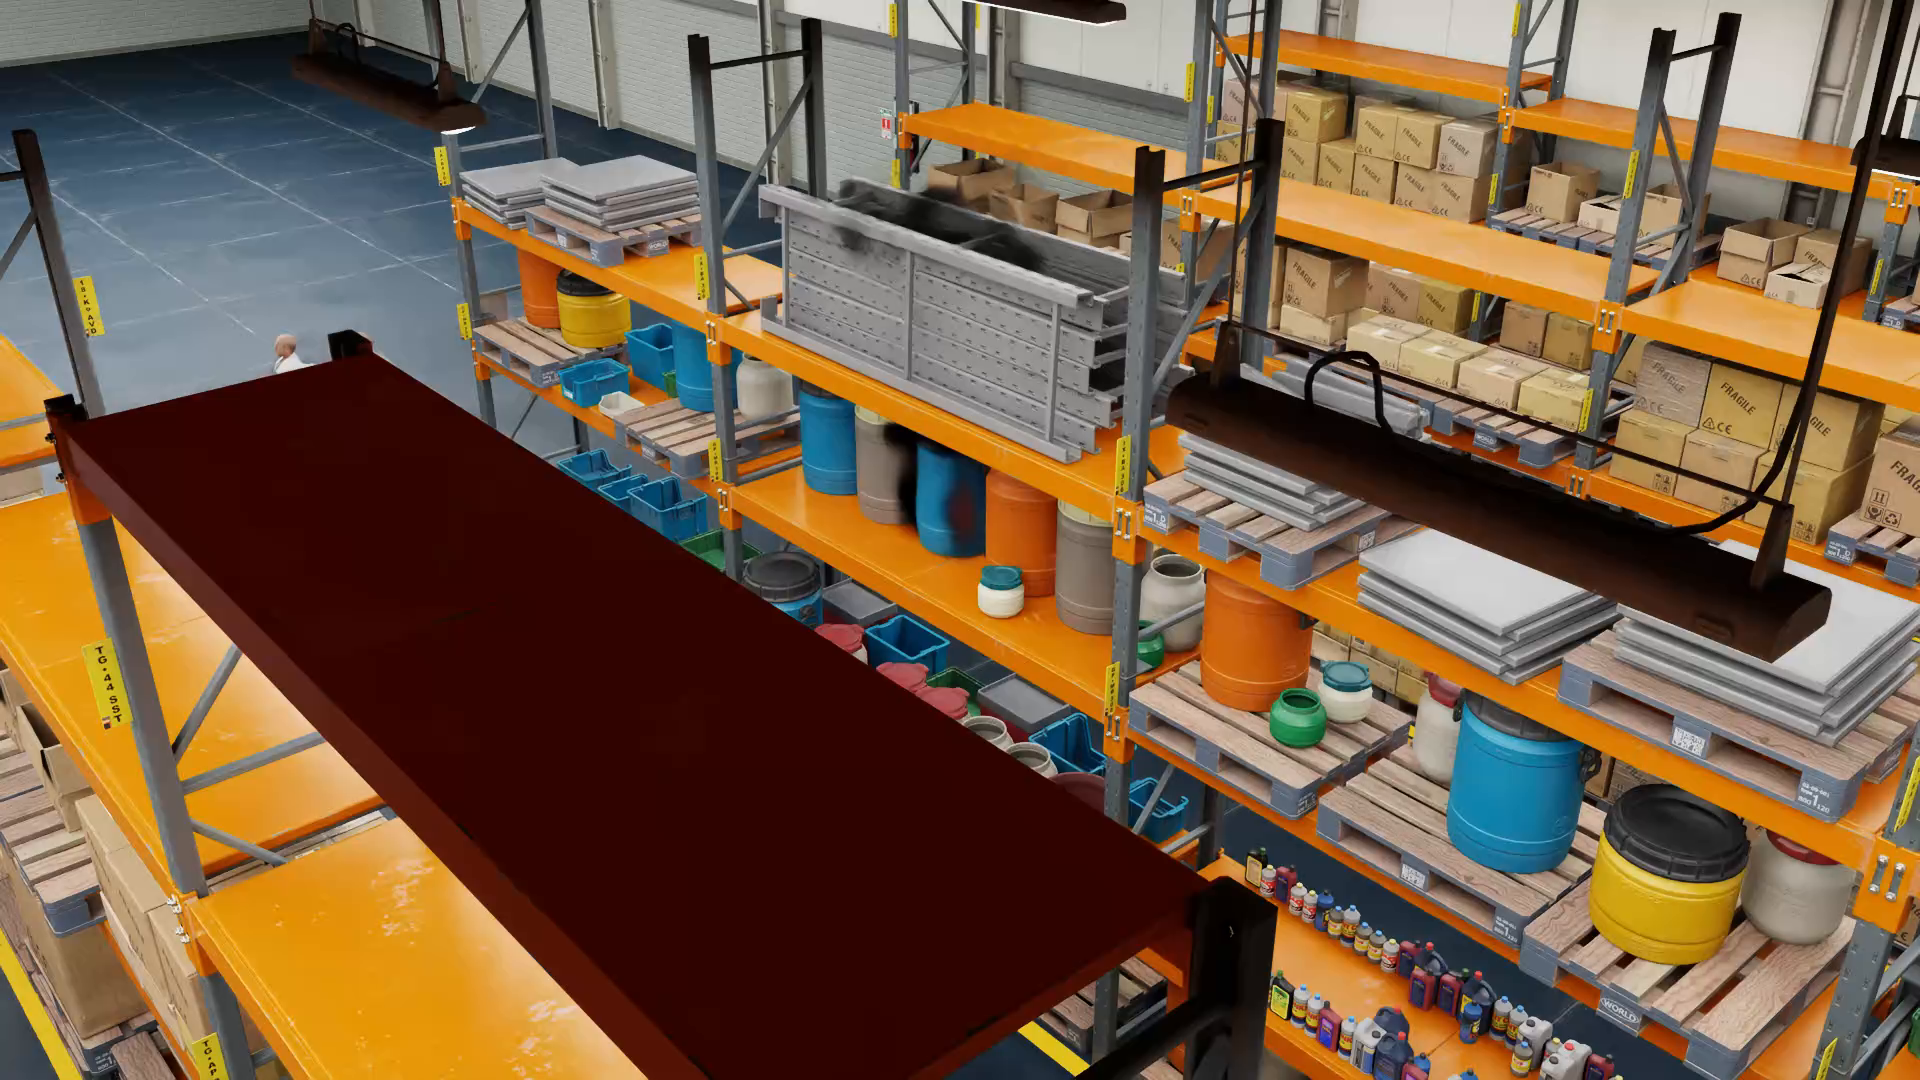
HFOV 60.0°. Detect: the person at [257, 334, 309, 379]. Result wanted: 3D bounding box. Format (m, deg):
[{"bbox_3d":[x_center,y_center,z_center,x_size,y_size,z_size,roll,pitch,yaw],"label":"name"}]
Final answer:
[{"bbox_3d":[-7.307,-1.415,18.321,0.950,1.790,0.701,-10,29,-18],"label":"person"}]
